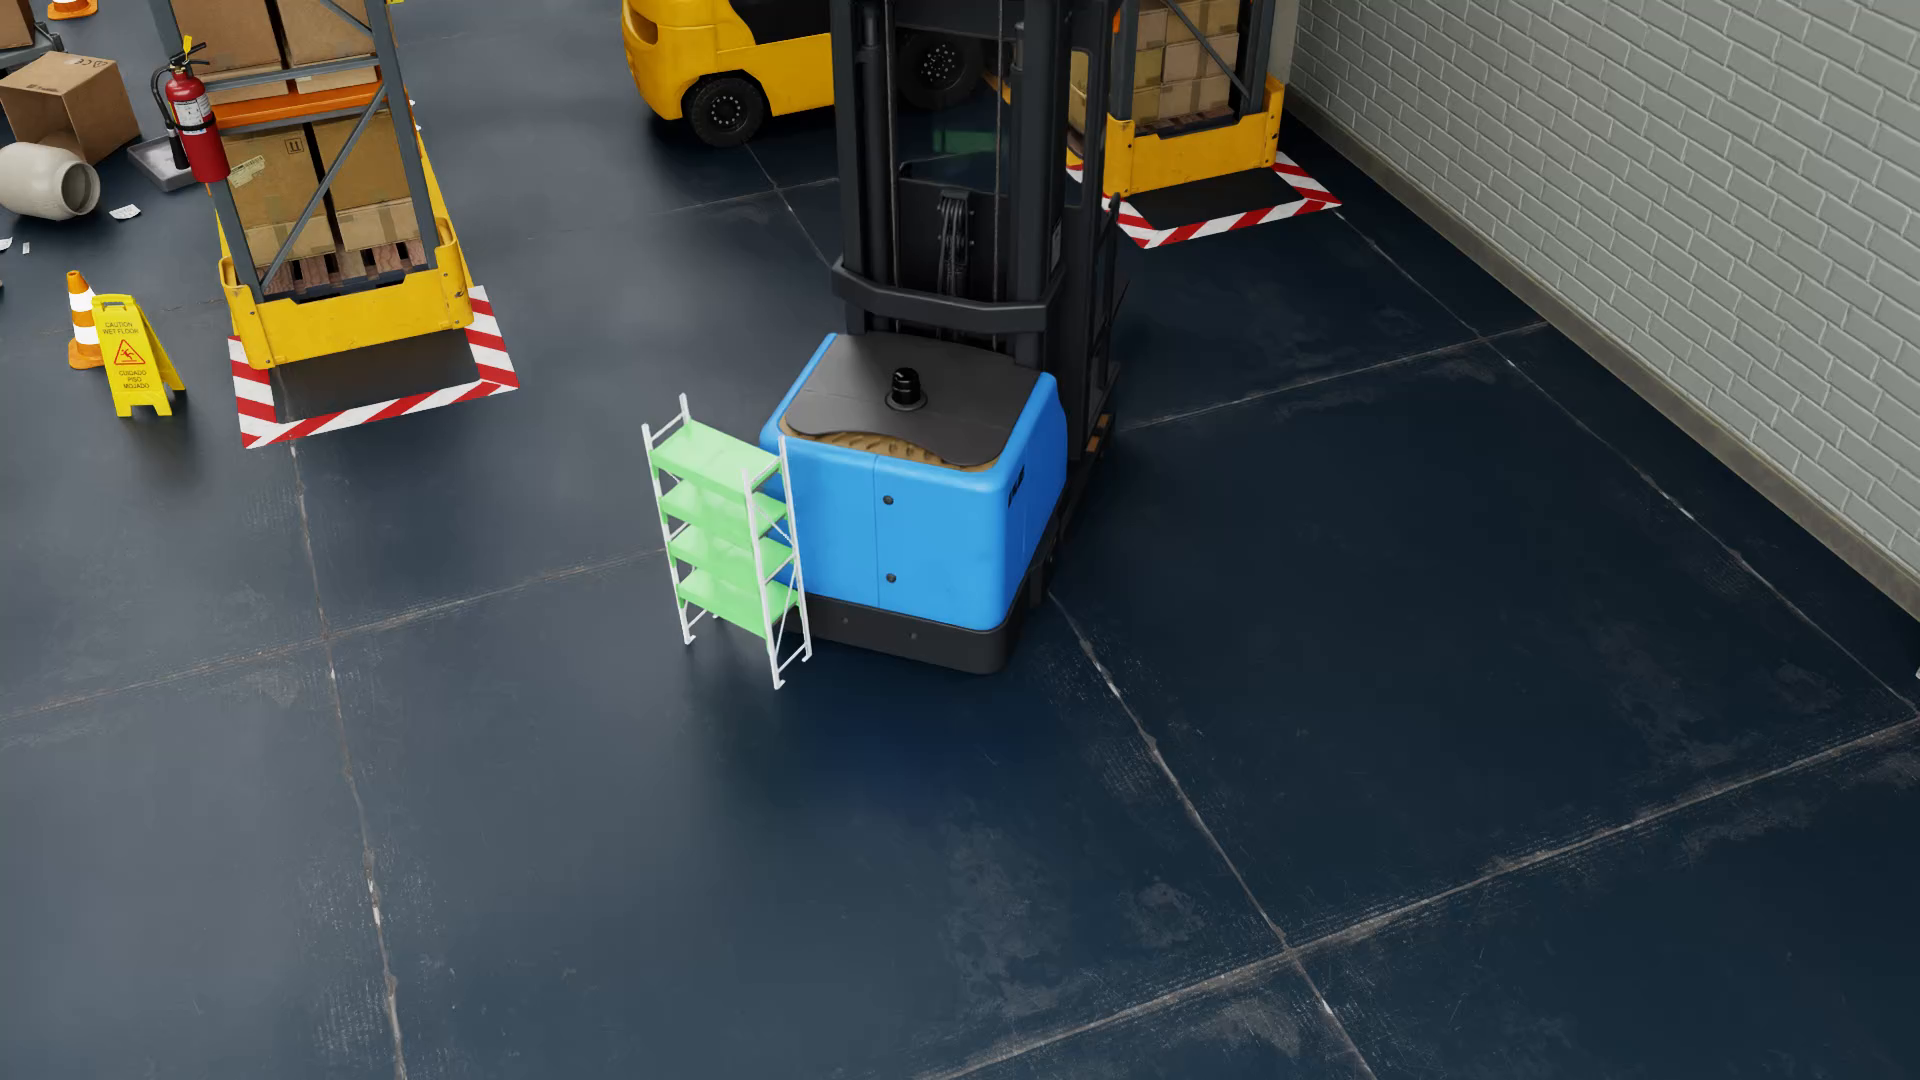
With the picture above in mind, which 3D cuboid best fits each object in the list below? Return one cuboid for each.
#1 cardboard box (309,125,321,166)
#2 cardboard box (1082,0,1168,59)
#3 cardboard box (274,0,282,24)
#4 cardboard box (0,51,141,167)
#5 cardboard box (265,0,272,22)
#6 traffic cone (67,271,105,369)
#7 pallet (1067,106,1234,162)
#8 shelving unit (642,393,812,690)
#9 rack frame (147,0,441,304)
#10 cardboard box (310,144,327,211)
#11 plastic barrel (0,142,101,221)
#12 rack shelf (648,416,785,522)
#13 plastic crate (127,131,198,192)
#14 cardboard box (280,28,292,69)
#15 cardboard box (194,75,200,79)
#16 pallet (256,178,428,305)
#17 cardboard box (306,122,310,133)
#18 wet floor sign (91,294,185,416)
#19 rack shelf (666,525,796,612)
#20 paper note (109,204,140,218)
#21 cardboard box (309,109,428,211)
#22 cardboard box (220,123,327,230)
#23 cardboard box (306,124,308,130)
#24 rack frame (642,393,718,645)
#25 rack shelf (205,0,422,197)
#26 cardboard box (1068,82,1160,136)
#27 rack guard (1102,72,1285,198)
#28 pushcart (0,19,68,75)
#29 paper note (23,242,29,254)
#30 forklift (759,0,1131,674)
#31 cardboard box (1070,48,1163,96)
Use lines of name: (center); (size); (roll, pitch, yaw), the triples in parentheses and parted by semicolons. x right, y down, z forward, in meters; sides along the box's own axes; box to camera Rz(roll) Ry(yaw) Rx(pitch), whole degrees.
cardboard box: (-3.666, -2.526, 10.092); (0.500, 0.250, 0.500); (-12, 42, -14)
cardboard box: (0.916, -3.156, 10.057); (0.500, 0.250, 0.500); (-14, 43, -15)
cardboard box: (-3.330, -3.036, 8.594); (0.500, 0.500, 0.500); (-14, 43, -16)
cardboard box: (-5.582, -2.697, 10.420); (0.500, 0.500, 0.500); (12, 42, 13)
cardboard box: (-3.854, -2.931, 8.472); (0.500, 0.500, 0.500); (-15, 43, -17)
traffic cone: (-4.561, -1.195, 8.703); (0.336, 0.463, 0.334); (-15, 43, -17)
pallet: (1.049, -2.853, 10.824); (1.003, 0.211, 1.213); (-15, 43, -17)
shelving unit: (-0.921, 0.027, 6.707); (0.503, 1.200, 0.258); (23, 49, 25)
rack frame: (-3.204, -2.220, 7.949); (1.000, 3.000, 0.127); (-15, 43, -17)
cardboard box: (-3.953, -2.070, 9.562); (0.500, 0.250, 0.500); (-15, 43, -17)
plastic barrel: (-5.393, -2.109, 9.797); (0.512, 0.421, 0.421); (12, 42, 13)
rack shelf: (-0.932, -0.277, 6.424); (0.480, 0.148, 0.258); (23, 49, 25)
plastic crate: (-4.892, -2.372, 10.365); (0.402, 0.080, 0.583); (-31, 49, -31)
cardboard box: (-3.253, -2.529, 8.502); (0.380, 0.149, 0.250); (-14, 43, -16)
cardboard box: (-3.744, -2.421, 8.376); (0.380, 0.149, 0.250); (-16, 43, -17)
pallet: (-3.512, -1.706, 9.491); (1.003, 0.211, 1.213); (-15, 43, -17)
cardboard box: (-4.338, -2.685, 10.278); (0.500, 0.250, 0.500); (-16, 43, -17)
wet floor sign: (-4.120, -0.946, 8.273); (0.267, 0.644, 0.232); (-2, 41, -2)
rack shelf: (-0.919, 0.074, 6.751); (0.480, 0.148, 0.258); (23, 49, 25)
paper note: (-4.984, -1.962, 9.926); (0.142, 0.019, 0.148); (-31, 49, -31)
cardboard box: (-3.267, -2.190, 9.126); (0.500, 0.500, 0.500); (-16, 43, -18)
cardboard box: (-3.752, -2.038, 8.950); (0.500, 0.500, 0.500); (-15, 43, -17)
cardboard box: (-4.141, -2.657, 9.670); (0.500, 0.500, 0.500); (-16, 43, -18)
rack frame: (-1.124, -0.061, 6.810); (0.015, 1.200, 0.240); (23, 49, 25)
rack shelf: (-3.970, -3.152, 9.585); (1.077, 0.370, 4.000); (-15, 43, -17)
cardboard box: (0.909, -2.781, 10.389); (0.500, 0.250, 0.500); (-15, 43, -17)
rack guard: (1.389, -2.498, 10.190); (1.175, 0.500, 0.348); (-15, 43, -17)
pushcart: (-6.822, -3.036, 10.910); (1.648, 0.377, 0.936); (-31, 49, -31)
paper note: (-5.407, -1.691, 9.627); (0.032, 0.001, 0.123); (-15, 43, -17)
forklift: (0.131, -1.524, 7.193); (1.130, 2.935, 3.031); (12, 42, 14)
cardboard box: (0.905, -2.982, 10.239); (0.500, 0.250, 0.500); (-16, 43, -17)
